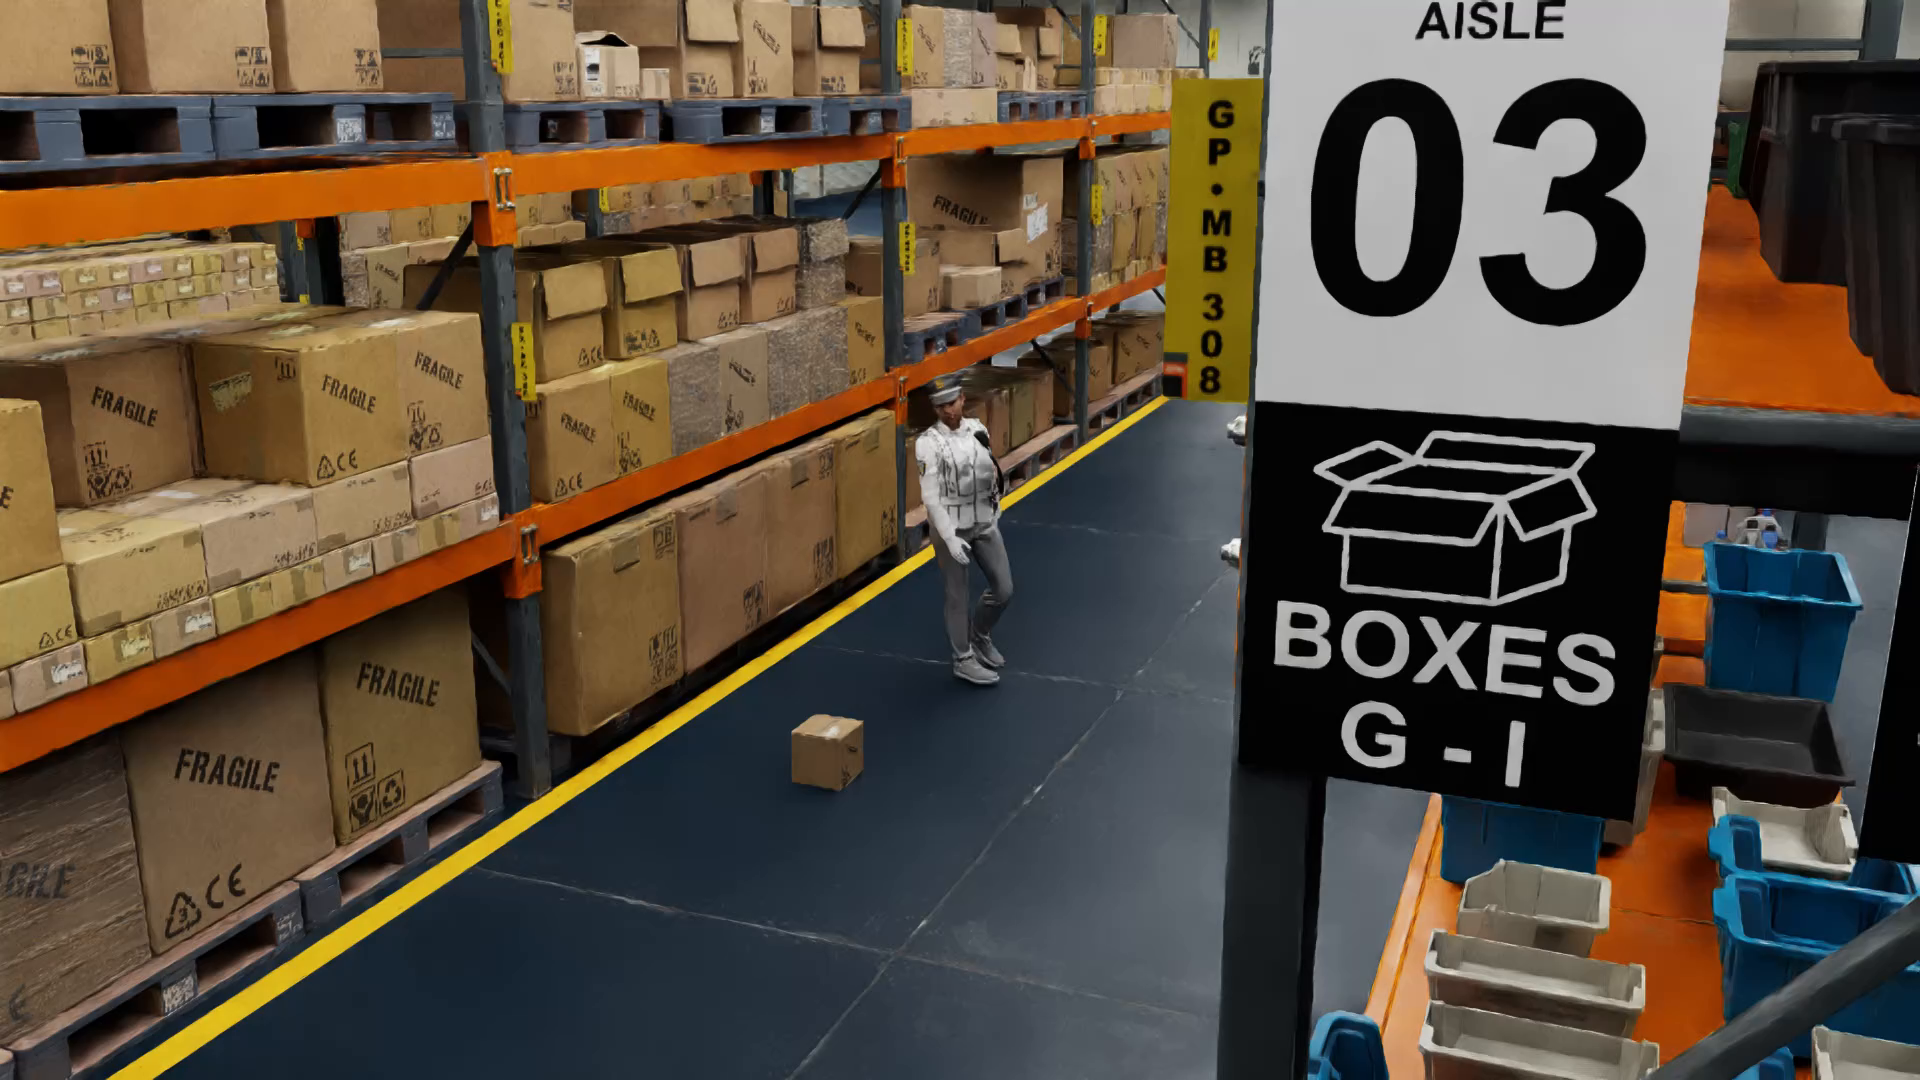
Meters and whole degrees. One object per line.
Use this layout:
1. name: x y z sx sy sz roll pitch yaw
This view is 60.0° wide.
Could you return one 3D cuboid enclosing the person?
1. person: 0.042 -0.059 8.708 0.568 1.675 0.405 -11 19 -34
